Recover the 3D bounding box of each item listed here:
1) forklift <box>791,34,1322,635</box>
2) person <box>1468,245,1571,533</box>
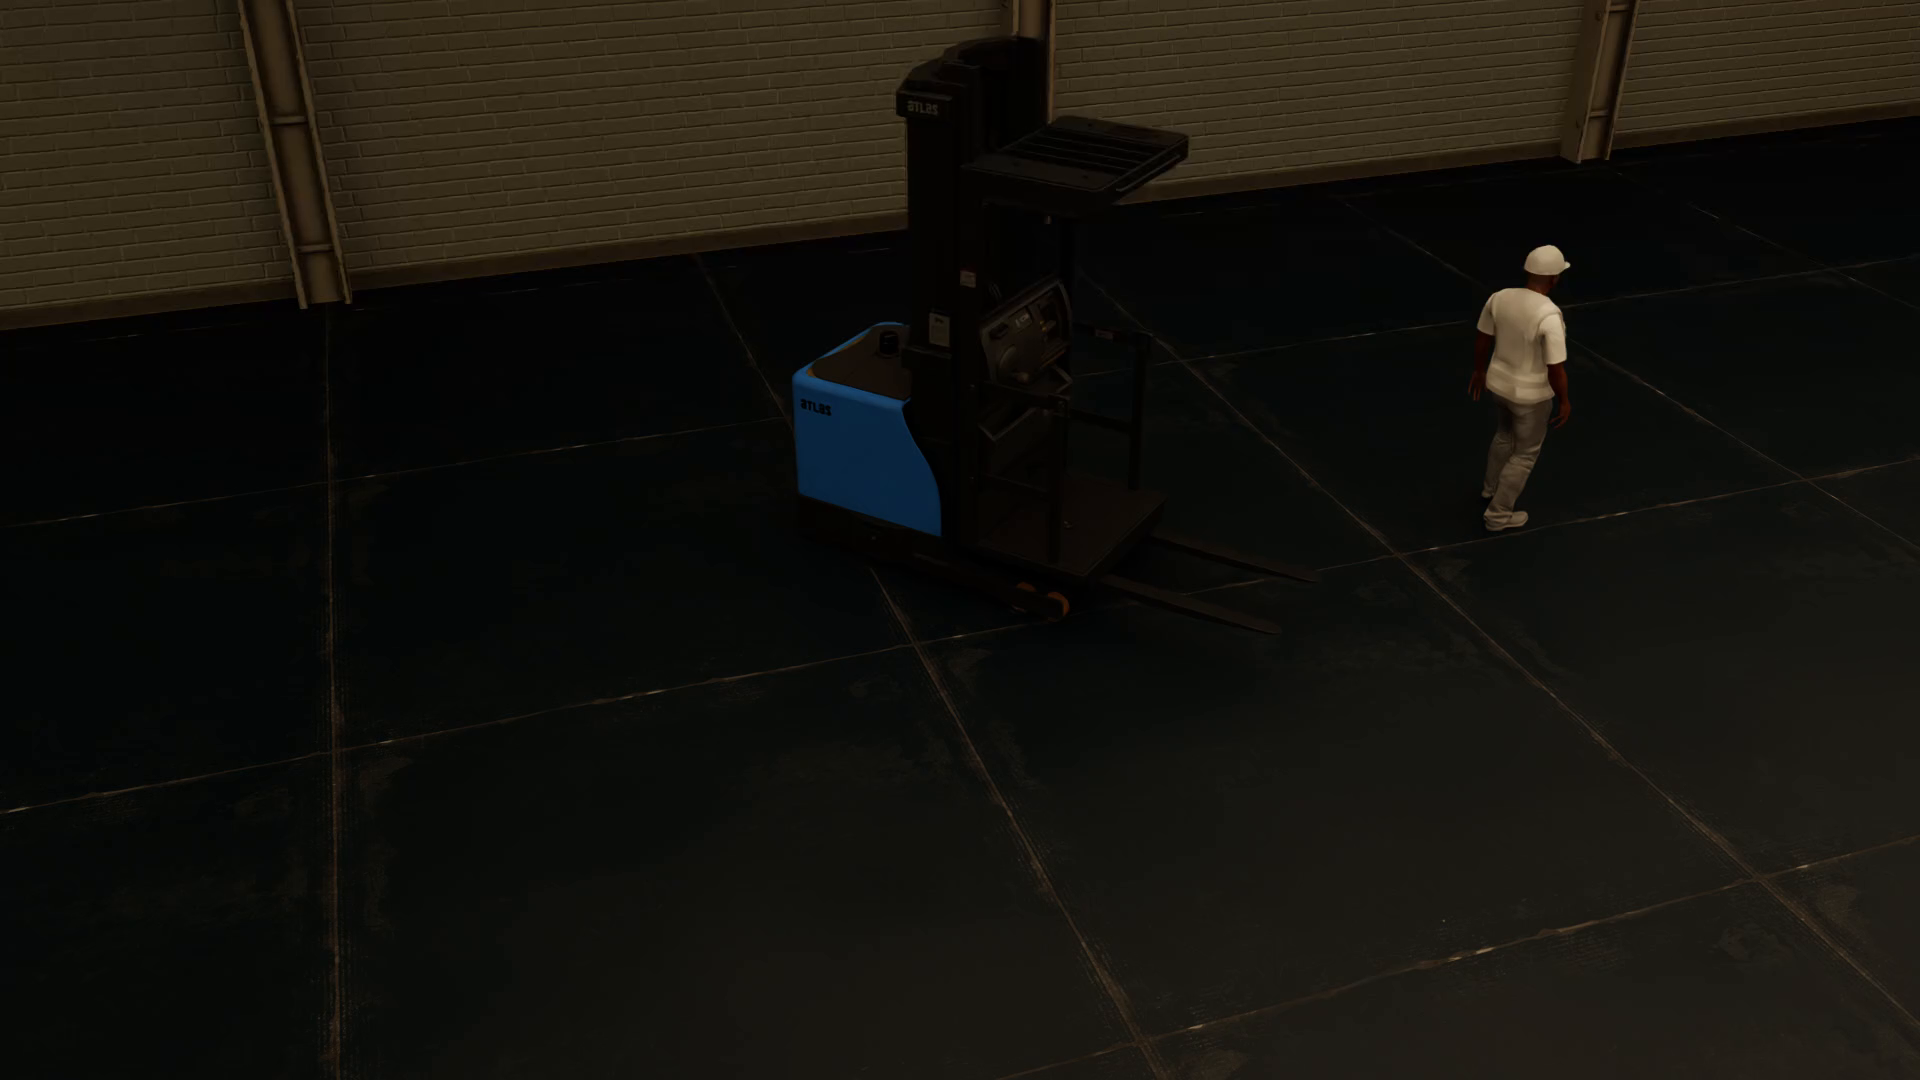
[{"bbox_3d":[0.541,-1.118,9.030,3.031,2.935,1.130,17,34,27],"label":"forklift"},{"bbox_3d":[3.383,-0.892,9.882,0.538,1.801,0.663,-14,33,-23],"label":"person"}]
